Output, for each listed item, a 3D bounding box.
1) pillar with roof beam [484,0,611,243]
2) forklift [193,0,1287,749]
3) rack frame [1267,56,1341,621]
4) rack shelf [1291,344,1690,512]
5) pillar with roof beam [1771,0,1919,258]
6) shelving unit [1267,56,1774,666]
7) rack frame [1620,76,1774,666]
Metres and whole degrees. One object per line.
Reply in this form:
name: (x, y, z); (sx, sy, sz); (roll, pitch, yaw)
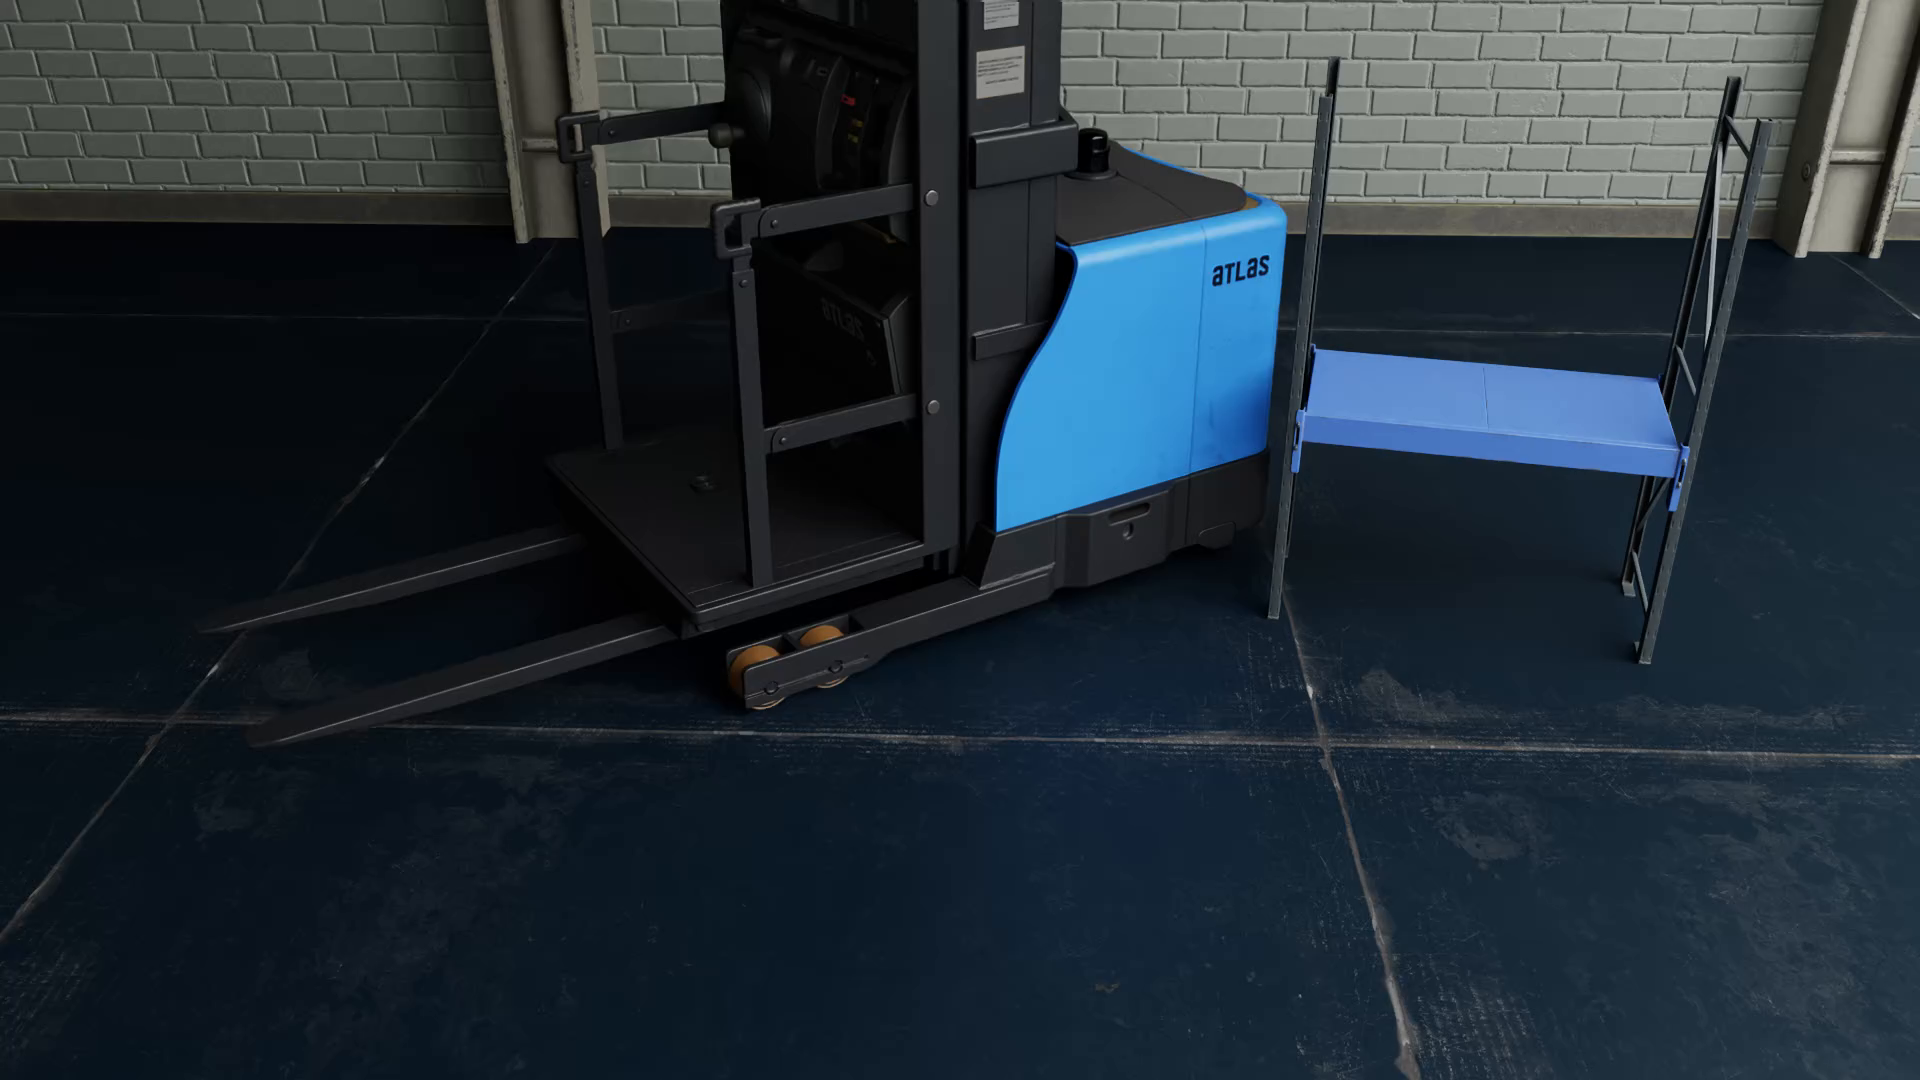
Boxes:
pillar with roof beam: (-2.067, -3.444, 2.139); (0.400, 9.000, 9.100); (1, 28, 2)
forklift: (-0.556, -1.129, 4.250); (3.031, 2.935, 1.130); (-17, 32, -28)
rack frame: (0.965, -0.545, 4.677); (0.032, 1.500, 0.500); (7, 29, 12)
rack shelf: (1.458, -0.329, 4.653); (1.000, 0.185, 0.538); (7, 29, 12)
pillar with roof beam: (3.930, -3.345, 1.952); (0.400, 9.000, 9.100); (1, 28, 2)
shelving unit: (1.458, -0.488, 4.569); (1.048, 1.500, 0.538); (7, 29, 12)
rack frame: (1.952, -0.430, 4.461); (0.032, 1.500, 0.500); (7, 29, 12)
